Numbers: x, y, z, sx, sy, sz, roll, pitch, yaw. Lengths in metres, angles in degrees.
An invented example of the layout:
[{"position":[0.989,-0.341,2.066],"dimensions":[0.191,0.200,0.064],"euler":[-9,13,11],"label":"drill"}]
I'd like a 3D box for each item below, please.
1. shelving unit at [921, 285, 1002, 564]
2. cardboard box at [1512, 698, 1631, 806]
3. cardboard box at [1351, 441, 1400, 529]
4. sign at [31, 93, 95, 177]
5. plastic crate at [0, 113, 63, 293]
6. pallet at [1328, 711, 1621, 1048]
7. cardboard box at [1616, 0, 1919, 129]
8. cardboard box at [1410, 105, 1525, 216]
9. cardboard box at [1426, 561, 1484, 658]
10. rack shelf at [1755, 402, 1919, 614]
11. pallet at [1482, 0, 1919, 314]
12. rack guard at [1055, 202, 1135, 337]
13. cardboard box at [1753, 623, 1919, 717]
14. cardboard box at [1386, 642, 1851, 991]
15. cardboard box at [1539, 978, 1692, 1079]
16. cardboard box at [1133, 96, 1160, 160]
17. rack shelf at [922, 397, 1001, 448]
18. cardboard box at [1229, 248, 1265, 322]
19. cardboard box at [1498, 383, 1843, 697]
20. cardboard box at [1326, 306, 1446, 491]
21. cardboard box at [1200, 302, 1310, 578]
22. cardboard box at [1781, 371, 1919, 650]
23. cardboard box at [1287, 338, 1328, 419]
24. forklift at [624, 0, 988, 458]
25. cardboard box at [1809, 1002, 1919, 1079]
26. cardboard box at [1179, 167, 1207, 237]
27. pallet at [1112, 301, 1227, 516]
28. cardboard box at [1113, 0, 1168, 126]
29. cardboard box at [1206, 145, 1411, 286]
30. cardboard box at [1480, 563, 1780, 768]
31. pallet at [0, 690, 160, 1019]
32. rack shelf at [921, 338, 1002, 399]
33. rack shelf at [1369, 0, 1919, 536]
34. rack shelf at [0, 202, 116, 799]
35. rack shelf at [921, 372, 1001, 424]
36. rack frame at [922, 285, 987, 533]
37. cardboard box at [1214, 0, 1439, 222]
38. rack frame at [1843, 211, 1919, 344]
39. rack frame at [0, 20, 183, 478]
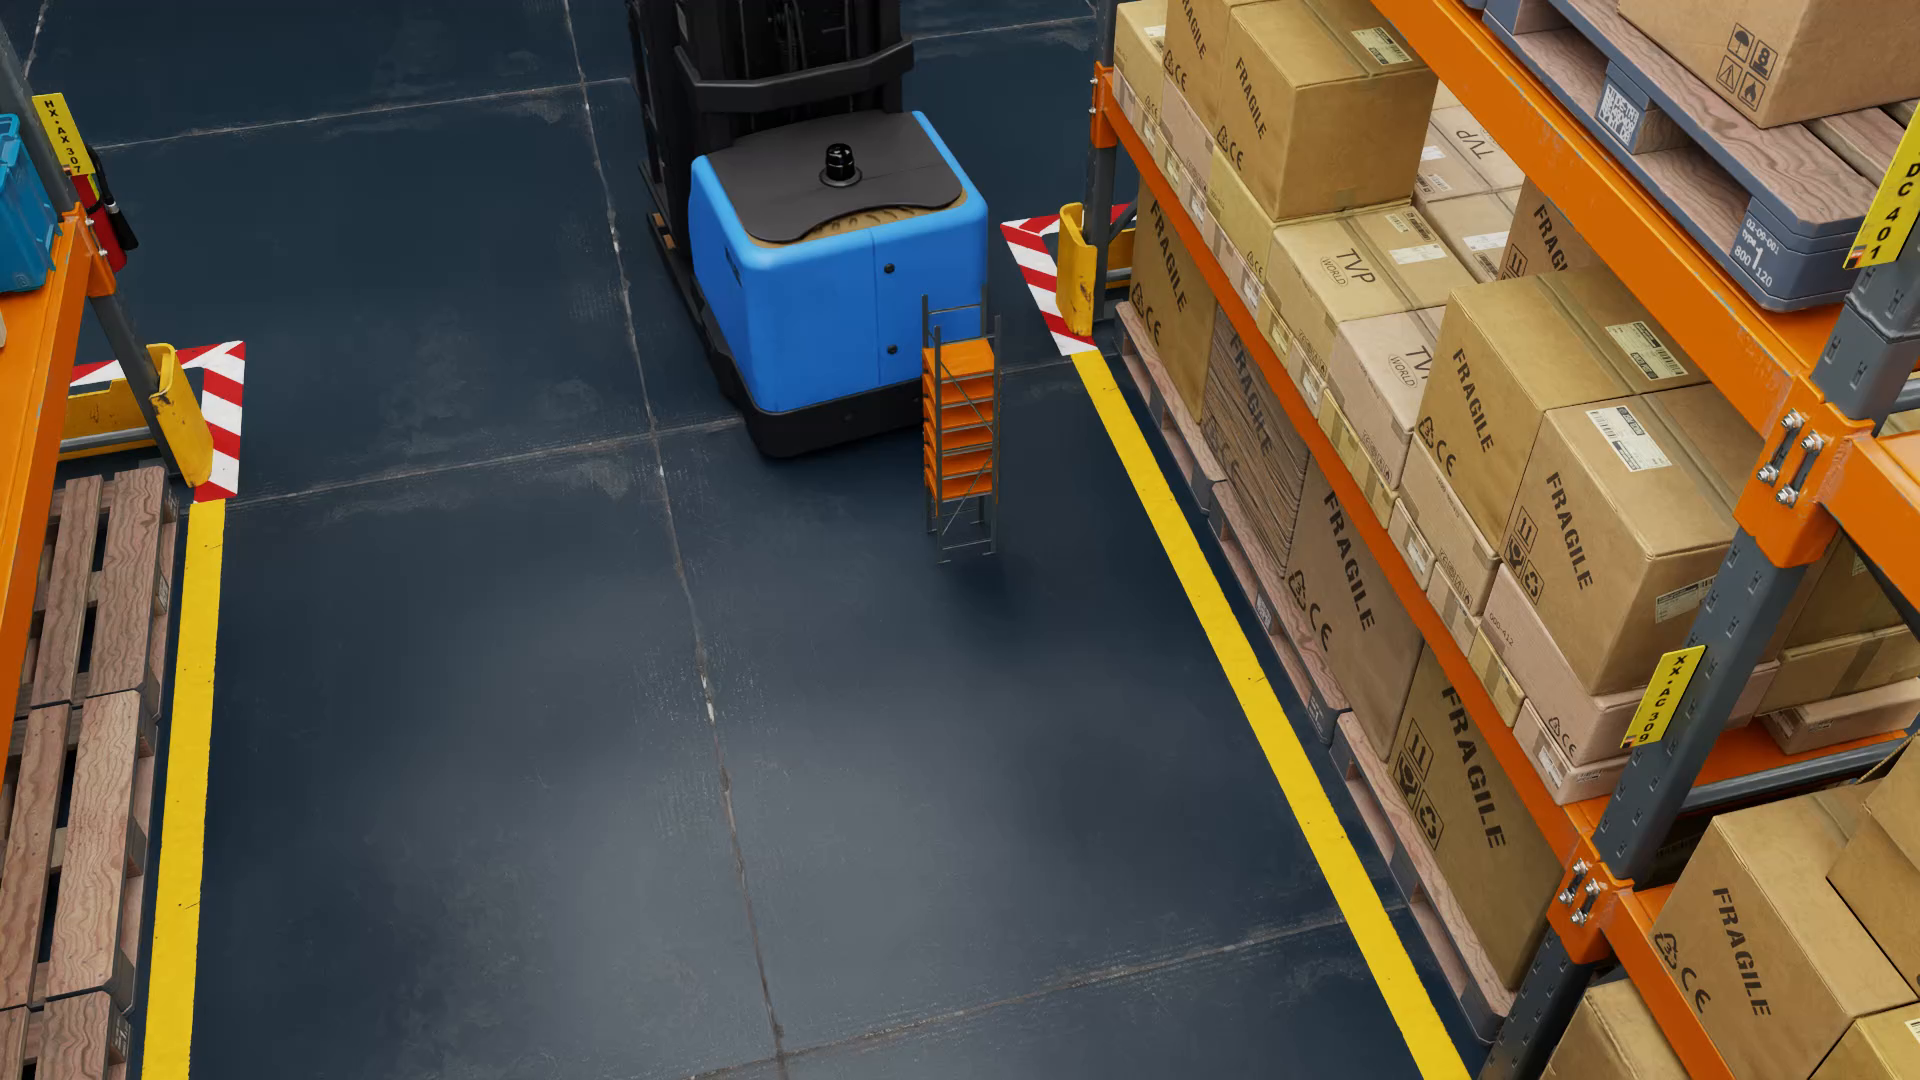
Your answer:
[{"position":[0.004,-0.410,6.312],"dimensions":[0.258,1.200,0.189],"euler":[-11,47,-10],"label":"shelving unit"},{"position":[1.680,0.513,4.323],"dimensions":[0.380,0.149,0.250],"euler":[-10,47,-10],"label":"cardboard box"},{"position":[1.416,-0.197,5.019],"dimensions":[0.380,0.149,0.250],"euler":[-10,46,-10],"label":"cardboard box"},{"position":[-3.209,-1.449,5.956],"dimensions":[0.100,0.325,0.005],"euler":[-11,47,-10],"label":"sign"},{"position":[-3.471,-1.116,5.677],"dimensions":[0.616,0.435,0.499],"euler":[-11,47,-10],"label":"plastic crate"},{"position":[1.956,1.013,5.610],"dimensions":[1.003,0.211,1.213],"euler":[-11,47,-10],"label":"pallet"},{"position":[1.817,-1.220,3.311],"dimensions":[0.700,0.500,0.500],"euler":[-13,47,-13],"label":"cardboard box"},{"position":[1.692,-1.250,5.771],"dimensions":[0.500,0.250,0.500],"euler":[-12,47,-12],"label":"cardboard box"},{"position":[1.549,0.158,4.671],"dimensions":[0.380,0.149,0.250],"euler":[-11,47,-11],"label":"cardboard box"},{"position":[2.587,1.159,1.918],"dimensions":[1.077,0.370,4.000],"euler":[-11,47,-10],"label":"rack shelf"},{"position":[1.876,-1.010,3.601],"dimensions":[1.003,0.211,1.213],"euler":[-11,47,-10],"label":"pallet"},{"position":[1.045,-1.327,7.701],"dimensions":[1.175,0.500,0.348],"euler":[-11,47,-10],"label":"rack guard"},{"position":[2.208,0.152,4.397],"dimensions":[0.500,0.250,0.500],"euler":[-11,47,-11],"label":"cardboard box"},{"position":[1.983,0.702,5.155],"dimensions":[0.875,0.875,0.875],"euler":[-11,47,-10],"label":"cardboard box"},{"position":[2.258,1.611,4.265],"dimensions":[1.225,0.875,0.875],"euler":[-11,47,-10],"label":"cardboard box"},{"position":[0.890,-1.615,6.409],"dimensions":[0.380,0.149,0.250],"euler":[-11,47,-11],"label":"cardboard box"},{"position":[0.004,-0.463,6.258],"dimensions":[0.258,0.103,0.180],"euler":[-11,47,-10],"label":"rack shelf"},{"position":[1.154,-0.905,5.713],"dimensions":[0.380,0.149,0.250],"euler":[-11,47,-11],"label":"cardboard box"},{"position":[1.699,-0.007,4.028],"dimensions":[0.500,0.500,0.500],"euler":[-9,46,-9],"label":"cardboard box"},{"position":[1.443,-0.442,4.979],"dimensions":[0.500,0.250,0.500],"euler":[-10,46,-10],"label":"cardboard box"},{"position":[1.525,-0.533,6.366],"dimensions":[0.875,0.875,0.875],"euler":[-11,47,-10],"label":"cardboard box"},{"position":[2.200,-0.116,4.135],"dimensions":[0.500,0.500,0.500],"euler":[-11,47,-10],"label":"cardboard box"},{"position":[1.287,-0.550,5.365],"dimensions":[0.380,0.149,0.250],"euler":[-10,46,-10],"label":"cardboard box"},{"position":[-0.886,-2.442,7.091],"dimensions":[1.130,2.935,3.031],"euler":[-16,48,-15],"label":"forklift"},{"position":[2.081,1.251,3.354],"dimensions":[0.500,0.500,0.500],"euler":[-11,47,-10],"label":"cardboard box"},{"position":[1.024,-1.259,6.059],"dimensions":[0.380,0.149,0.250],"euler":[-11,47,-11],"label":"cardboard box"},{"position":[1.331,-0.672,7.261],"dimensions":[1.003,0.211,1.213],"euler":[-11,47,-10],"label":"pallet"},{"position":[0.913,-1.857,6.366],"dimensions":[0.500,0.250,0.500],"euler":[-12,47,-11],"label":"cardboard box"},{"position":[1.178,-1.151,5.675],"dimensions":[0.500,0.250,0.500],"euler":[-12,47,-12],"label":"cardboard box"},{"position":[1.708,0.267,4.284],"dimensions":[0.500,0.250,0.500],"euler":[-12,47,-11],"label":"cardboard box"},{"position":[-3.254,1.113,5.511],"dimensions":[1.003,0.211,1.213],"euler":[-11,47,-10],"label":"pallet"},{"position":[0.004,-0.631,6.086],"dimensions":[0.258,0.103,0.180],"euler":[-11,47,-10],"label":"rack shelf"},{"position":[1.563,-1.603,4.624],"dimensions":[1.077,0.370,4.000],"euler":[-11,47,-10],"label":"rack shelf"},{"position":[-3.225,0.353,4.808],"dimensions":[1.077,0.370,4.000],"euler":[-11,47,-10],"label":"rack shelf"},{"position":[0.004,-0.547,6.172],"dimensions":[0.258,0.103,0.180],"euler":[-11,47,-10],"label":"rack shelf"},{"position":[-0.020,-0.473,6.374],"dimensions":[0.240,1.200,0.006],"euler":[-11,47,-10],"label":"rack frame"},{"position":[1.179,-1.417,5.410],"dimensions":[0.500,0.500,0.500],"euler":[-12,47,-11],"label":"cardboard box"},{"position":[2.075,-1.524,1.943],"dimensions":[1.000,3.000,0.127],"euler":[-11,47,-10],"label":"rack frame"},{"position":[-3.737,-1.280,5.904],"dimensions":[1.000,3.000,0.127],"euler":[-11,47,-10],"label":"rack frame"}]
